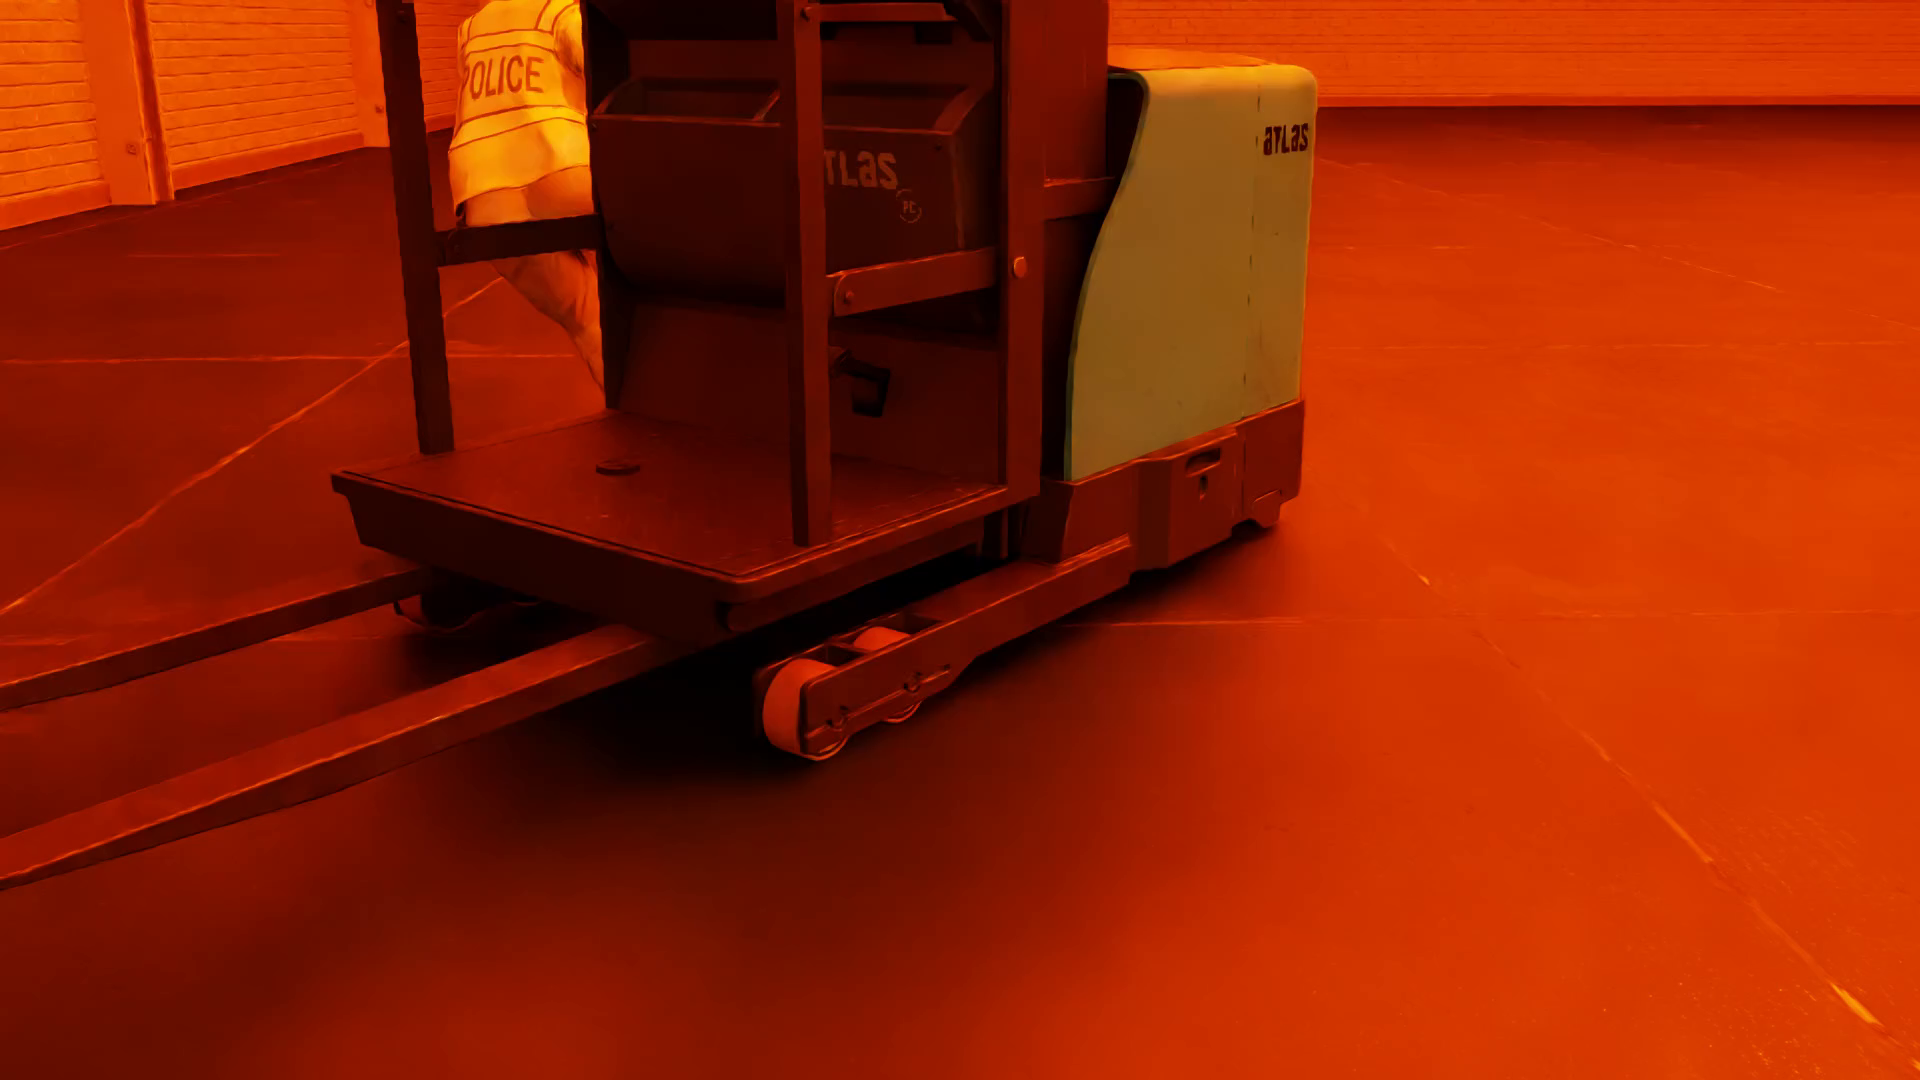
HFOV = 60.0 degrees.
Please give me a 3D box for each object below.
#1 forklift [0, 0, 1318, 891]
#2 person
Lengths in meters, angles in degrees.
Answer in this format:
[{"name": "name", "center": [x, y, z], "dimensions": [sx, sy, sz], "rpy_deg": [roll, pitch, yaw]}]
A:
[{"name": "forklift", "center": [-0.467, -1.201, 2.834], "dimensions": [1.130, 2.935, 3.031], "rpy_deg": [13, 21, 36]}, {"name": "person", "center": [-1.000, -0.954, 4.634], "dimensions": [0.913, 1.443, 0.867], "rpy_deg": [3, 17, 9]}]
